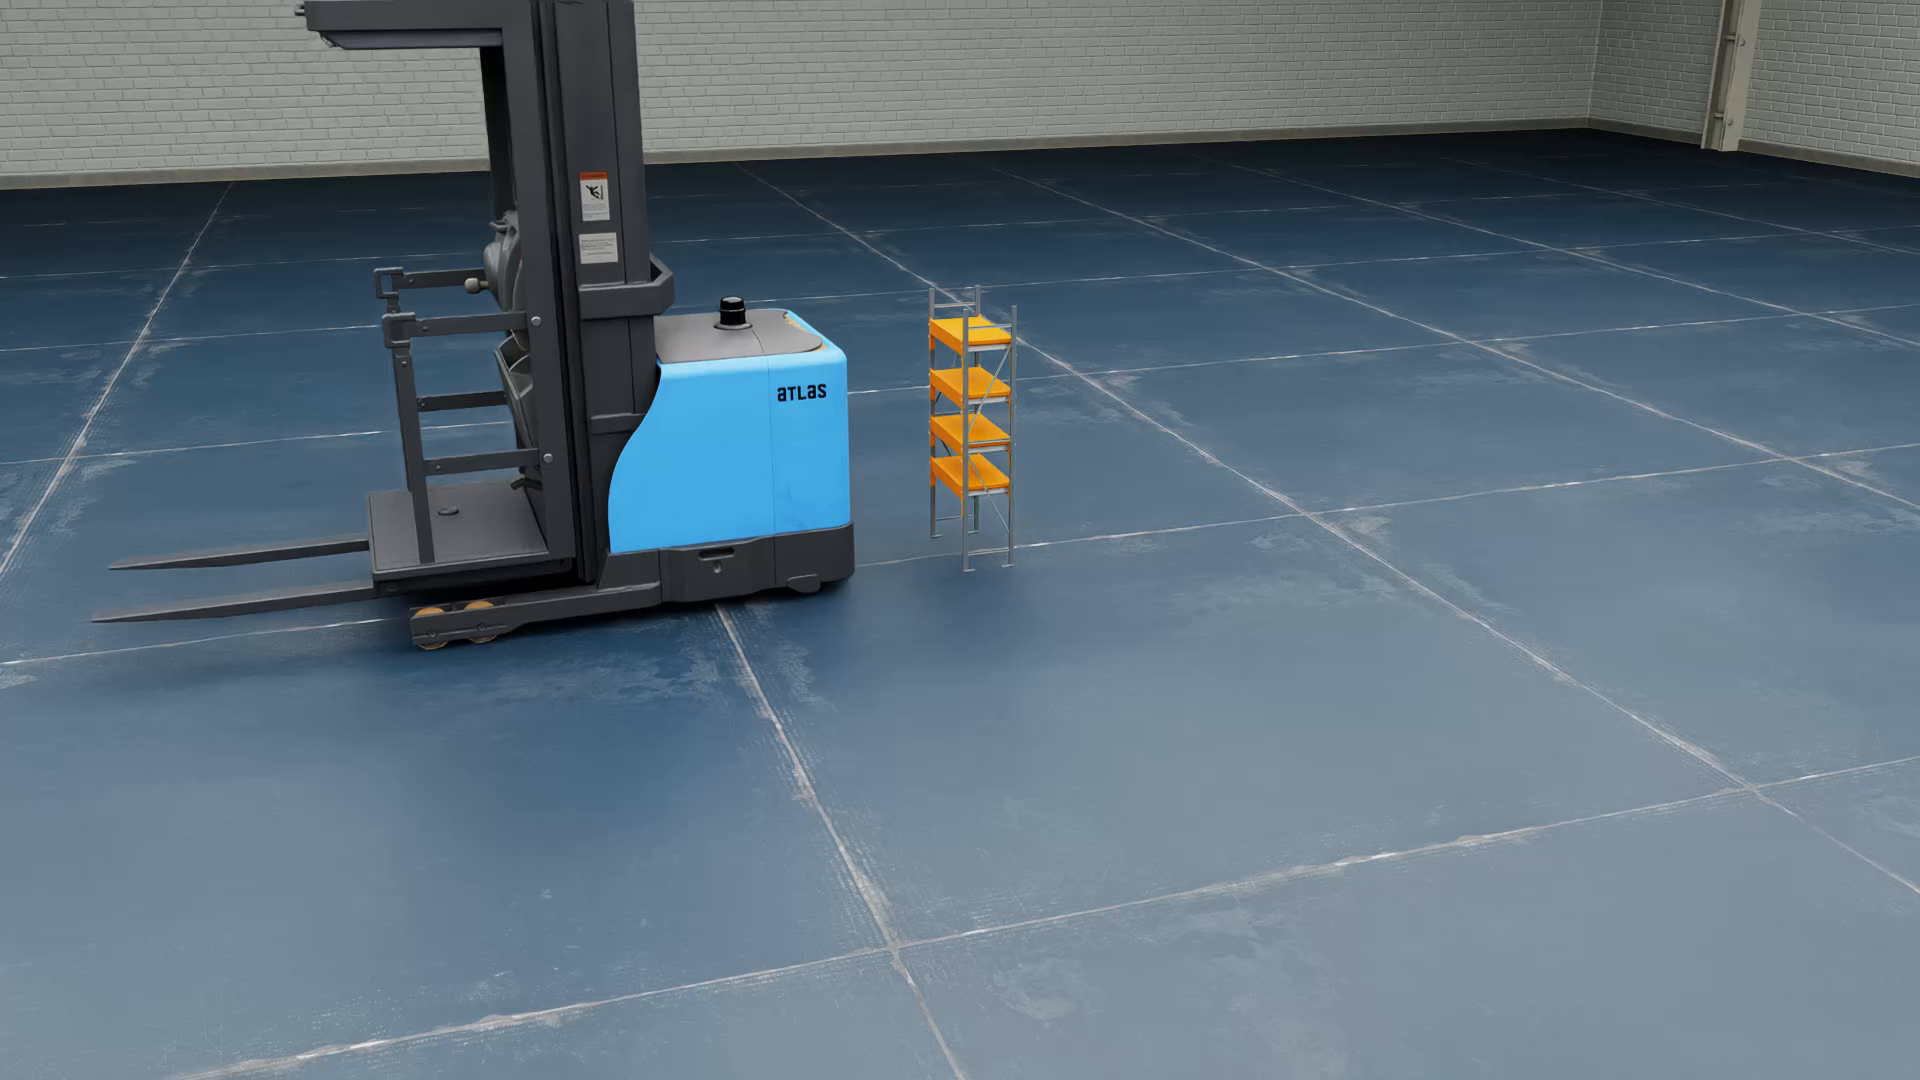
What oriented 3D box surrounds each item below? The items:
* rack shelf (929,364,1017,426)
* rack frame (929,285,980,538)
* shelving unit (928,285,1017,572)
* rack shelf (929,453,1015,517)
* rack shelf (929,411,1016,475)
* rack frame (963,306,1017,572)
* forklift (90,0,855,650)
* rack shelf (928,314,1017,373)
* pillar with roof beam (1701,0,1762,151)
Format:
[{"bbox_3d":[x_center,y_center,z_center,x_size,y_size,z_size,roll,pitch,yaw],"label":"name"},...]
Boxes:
[{"bbox_3d":[0.052,-0.659,7.513,0.258,0.148,0.480,-6,21,-17],"label":"rack shelf"},{"bbox_3d":[-0.025,-0.590,7.784,0.240,1.200,0.015,-6,21,-17],"label":"rack frame"},{"bbox_3d":[0.052,-0.512,7.566,0.258,1.200,0.503,-6,21,-17],"label":"shelving unit"},{"bbox_3d":[0.052,-0.261,7.656,0.258,0.148,0.480,-6,21,-17],"label":"rack shelf"},{"bbox_3d":[0.052,-0.448,7.589,0.258,0.148,0.480,-6,21,-17],"label":"rack shelf"},{"bbox_3d":[0.129,-0.433,7.348,0.240,1.200,0.015,-6,21,-17],"label":"rack frame"},{"bbox_3d":[-2.036,-1.140,6.755,3.031,2.935,1.130,-7,21,-19],"label":"forklift"},{"bbox_3d":[0.052,-0.881,7.433,0.258,0.148,0.480,-6,21,-17],"label":"rack shelf"},{"bbox_3d":[6.372,-9.157,20.099,9.100,9.000,0.400,-6,21,-17],"label":"pillar with roof beam"}]
